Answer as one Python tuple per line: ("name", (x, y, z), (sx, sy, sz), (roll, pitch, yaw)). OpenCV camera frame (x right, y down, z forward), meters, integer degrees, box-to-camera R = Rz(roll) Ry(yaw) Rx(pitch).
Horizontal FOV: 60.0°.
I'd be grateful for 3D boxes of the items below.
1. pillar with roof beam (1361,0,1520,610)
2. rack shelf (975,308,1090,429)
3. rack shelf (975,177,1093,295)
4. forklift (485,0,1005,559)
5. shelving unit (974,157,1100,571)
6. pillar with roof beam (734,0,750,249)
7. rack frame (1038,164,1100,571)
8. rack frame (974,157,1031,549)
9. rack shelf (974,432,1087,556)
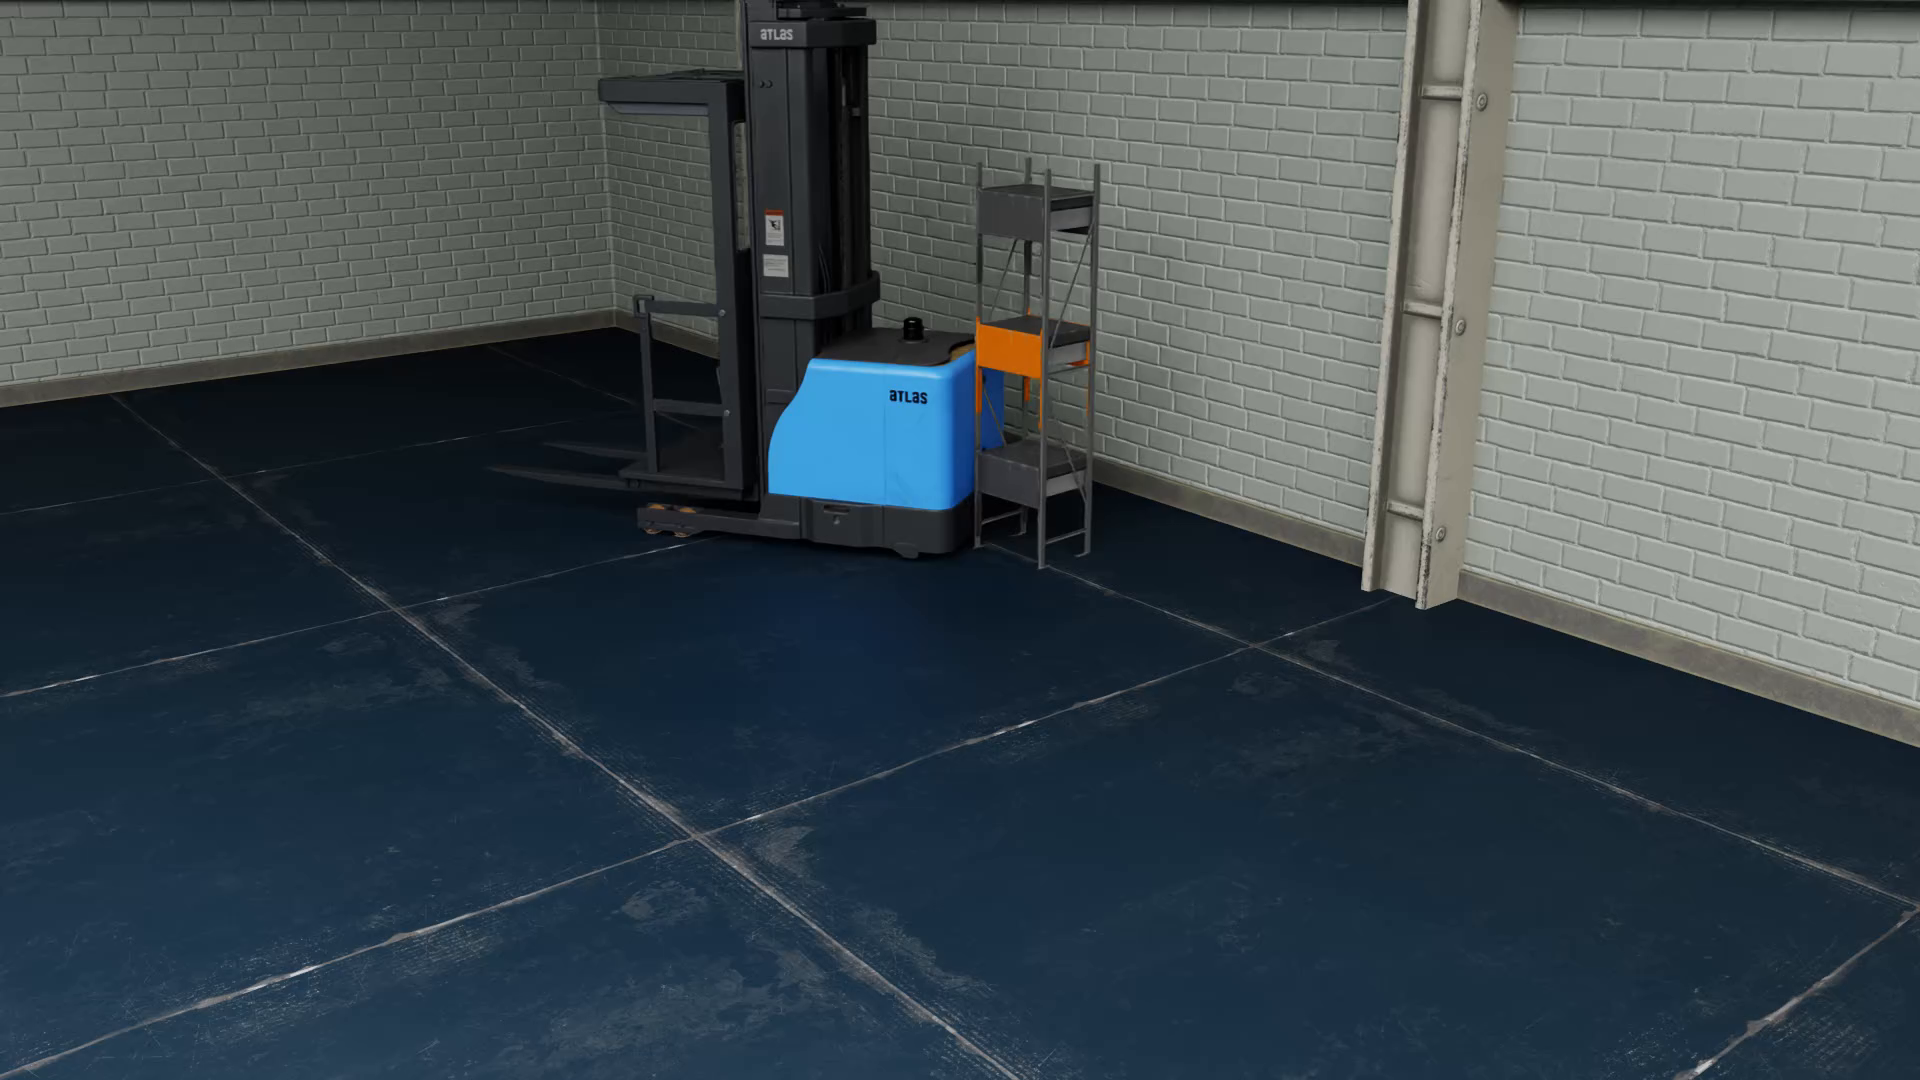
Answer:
("pillar with roof beam", (-1.061, -3.161, 4.594), (9.100, 9.000, 0.400), (-14, 23, -36))
("rack shelf", (0.398, -0.921, 8.847), (0.431, 0.518, 0.480), (-17, 25, -41))
("rack shelf", (0.398, -1.585, 8.627), (0.431, 0.518, 0.480), (-17, 25, -41))
("forklift", (-1.309, -1.553, 9.389), (3.031, 2.935, 1.130), (6, 19, 18))
("shelving unit", (0.398, -0.934, 8.842), (0.431, 2.100, 0.503), (-17, 25, -41))
("pillar with roof beam", (-4.786, -4.640, 9.059), (9.100, 9.000, 0.400), (-14, 23, -36))
("rack frame", (0.567, -0.879, 8.675), (0.400, 2.100, 0.015), (-17, 25, -41))
("rack frame", (0.229, -0.989, 9.009), (0.400, 2.100, 0.015), (-17, 25, -41))
("rack shelf", (0.398, -0.256, 9.067), (0.431, 0.518, 0.480), (-17, 25, -41))
